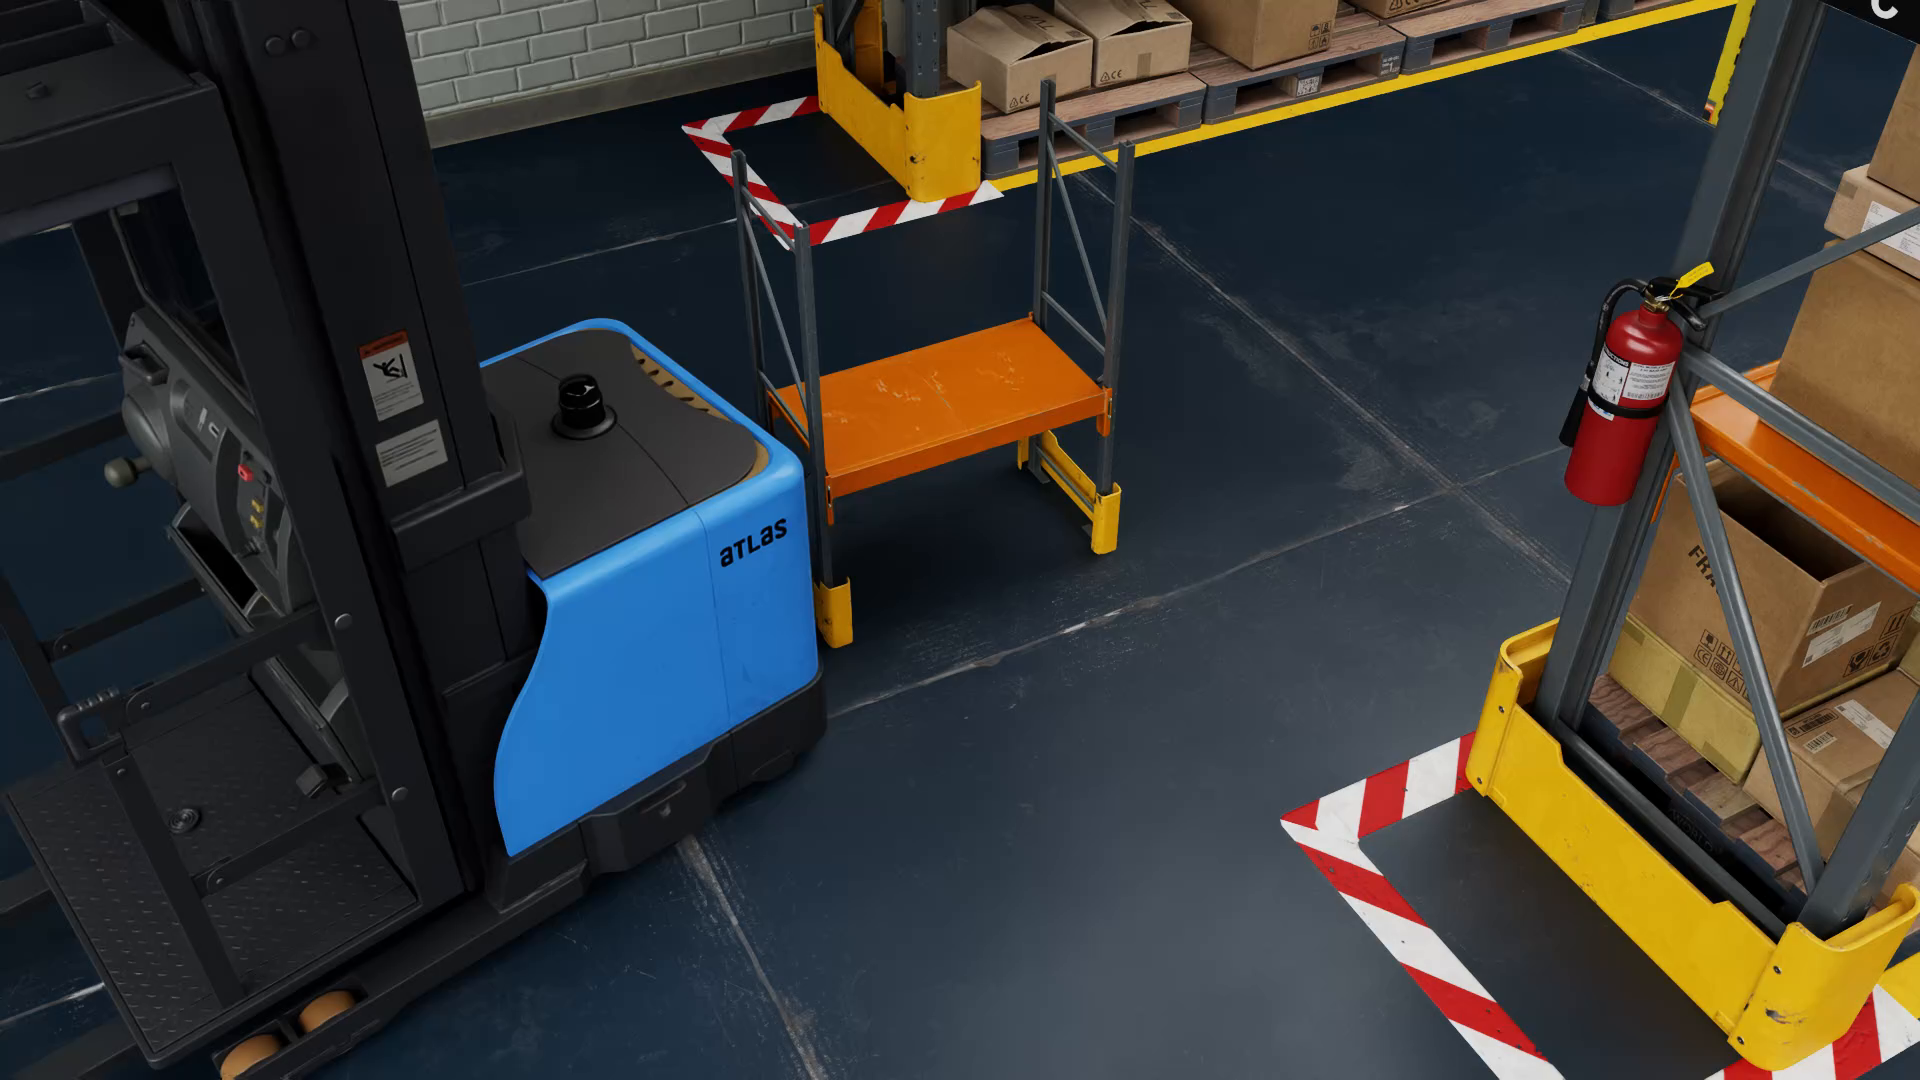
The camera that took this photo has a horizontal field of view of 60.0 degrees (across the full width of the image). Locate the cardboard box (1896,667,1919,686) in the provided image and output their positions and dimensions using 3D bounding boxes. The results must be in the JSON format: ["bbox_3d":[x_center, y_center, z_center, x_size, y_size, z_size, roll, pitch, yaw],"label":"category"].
[{"bbox_3d":[2.939,0.515,4.623,0.500,0.250,0.500,-19,44,-21],"label":"cardboard box"}]

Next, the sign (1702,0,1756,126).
[{"bbox_3d":[1.681,-1.037,3.574,0.005,0.325,0.100,-19,44,-21],"label":"sign"}]

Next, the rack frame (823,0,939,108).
[{"bbox_3d":[-0.373,-3.027,7.005,0.127,3.000,1.000,-19,44,-21],"label":"rack frame"}]

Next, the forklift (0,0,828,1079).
[{"bbox_3d":[-1.839,-0.117,3.620,3.031,2.935,1.130,-29,48,-30],"label":"forklift"}]

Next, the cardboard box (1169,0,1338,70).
[{"bbox_3d":[1.462,-2.756,8.279,0.500,0.500,0.700,-21,45,-23],"label":"cardboard box"}]

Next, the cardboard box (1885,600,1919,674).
[{"bbox_3d":[2.696,0.214,4.979,0.500,0.250,0.500,-19,44,-21],"label":"cardboard box"}]

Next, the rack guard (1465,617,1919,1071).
[{"bbox_3d":[1.898,0.771,4.452,0.348,0.500,1.175,-19,44,-21],"label":"rack guard"}]

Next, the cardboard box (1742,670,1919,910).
[{"bbox_3d":[2.497,0.667,4.444,0.500,0.250,0.500,-19,44,-21],"label":"cardboard box"}]

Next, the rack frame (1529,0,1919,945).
[{"bbox_3d":[1.919,-0.190,3.653,0.127,3.000,1.000,-19,44,-21],"label":"rack frame"}]

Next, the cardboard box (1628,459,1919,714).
[{"bbox_3d":[2.257,0.083,4.553,0.500,0.500,0.500,-19,44,-21],"label":"cardboard box"}]

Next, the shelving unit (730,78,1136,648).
[{"bbox_3d":[-0.068,-0.550,5.239,1.083,1.500,0.587,-19,44,-21],"label":"shelving unit"}]

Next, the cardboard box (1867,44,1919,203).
[{"bbox_3d":[2.386,-0.871,3.376,0.500,0.500,0.700,-18,44,-20],"label":"cardboard box"}]

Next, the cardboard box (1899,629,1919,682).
[{"bbox_3d":[2.940,0.230,4.379,0.500,0.500,0.500,-19,44,-21],"label":"cardboard box"}]

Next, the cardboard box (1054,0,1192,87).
[{"bbox_3d":[0.788,-2.494,8.115,0.500,0.311,0.500,-15,43,-17],"label":"cardboard box"}]

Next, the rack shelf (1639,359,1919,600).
[{"bbox_3d":[3.693,-0.512,4.590,4.000,0.370,1.077,-19,44,-21],"label":"rack shelf"}]

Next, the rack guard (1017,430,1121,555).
[{"bbox_3d":[0.374,-0.221,5.818,0.087,0.250,0.587,-19,44,-21],"label":"rack guard"}]

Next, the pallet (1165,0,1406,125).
[{"bbox_3d":[1.512,-2.569,8.622,1.213,0.211,1.003,-19,44,-21],"label":"pallet"}]

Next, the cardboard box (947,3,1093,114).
[{"bbox_3d":[0.283,-2.324,7.914,0.500,0.311,0.500,-24,46,-25],"label":"cardboard box"}]

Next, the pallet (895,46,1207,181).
[{"bbox_3d":[0.432,-2.208,8.195,1.213,0.211,1.003,-19,44,-21],"label":"pallet"}]

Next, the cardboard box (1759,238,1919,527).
[{"bbox_3d":[2.339,-0.360,3.776,0.500,0.500,0.700,-19,44,-21],"label":"cardboard box"}]

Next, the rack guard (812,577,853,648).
[{"bbox_3d":[-0.509,0.076,5.467,0.087,0.250,0.587,-19,44,-21],"label":"rack guard"}]

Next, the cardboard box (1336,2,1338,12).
[{"bbox_3d":[1.747,-2.835,8.644,0.250,0.149,0.380,-22,45,-24],"label":"cardboard box"}]

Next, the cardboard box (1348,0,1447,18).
[{"bbox_3d":[2.273,-3.102,8.687,0.500,0.500,0.500,-22,45,-24],"label":"cardboard box"}]

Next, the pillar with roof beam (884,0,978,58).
[{"bbox_3d":[1.837,-3.555,2.984,0.400,9.000,9.100,-19,44,-21],"label":"pillar with roof beam"}]

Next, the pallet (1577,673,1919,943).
[{"bbox_3d":[2.578,0.622,4.851,1.213,0.211,1.003,-19,44,-21],"label":"pallet"}]

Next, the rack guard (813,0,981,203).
[{"bbox_3d":[-0.305,-2.096,7.839,0.348,0.500,1.175,-19,44,-21],"label":"rack guard"}]

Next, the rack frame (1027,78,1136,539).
[{"bbox_3d":[0.375,-0.699,5.415,0.032,1.500,0.500,-19,44,-21],"label":"rack frame"}]

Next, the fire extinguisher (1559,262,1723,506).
[{"bbox_3d":[1.599,-0.391,3.950,0.183,0.674,0.296,-19,44,-21],"label":"fire extinguisher"}]

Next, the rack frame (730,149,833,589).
[{"bbox_3d":[-0.527,-0.395,5.056,0.032,1.500,0.500,-19,44,-21],"label":"rack frame"}]

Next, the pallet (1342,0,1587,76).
[{"bbox_3d":[2.596,-2.936,9.055,1.213,0.211,1.003,-19,44,-21],"label":"pallet"}]

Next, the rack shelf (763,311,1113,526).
[{"bbox_3d":[-0.076,-0.410,5.352,1.000,0.185,0.538,-19,44,-21],"label":"rack shelf"}]

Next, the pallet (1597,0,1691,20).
[{"bbox_3d":[3.865,-3.390,9.591,1.213,0.211,1.003,-19,44,-21],"label":"pallet"}]

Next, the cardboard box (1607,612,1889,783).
[{"bbox_3d":[2.258,0.370,4.794,0.500,0.250,0.500,-19,44,-21],"label":"cardboard box"}]

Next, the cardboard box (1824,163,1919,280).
[{"bbox_3d":[2.170,-0.699,3.674,0.250,0.149,0.380,-19,44,-21],"label":"cardboard box"}]

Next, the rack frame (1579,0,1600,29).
[{"bbox_3d":[3.175,-4.221,8.415,0.127,3.000,1.000,-19,44,-21],"label":"rack frame"}]
